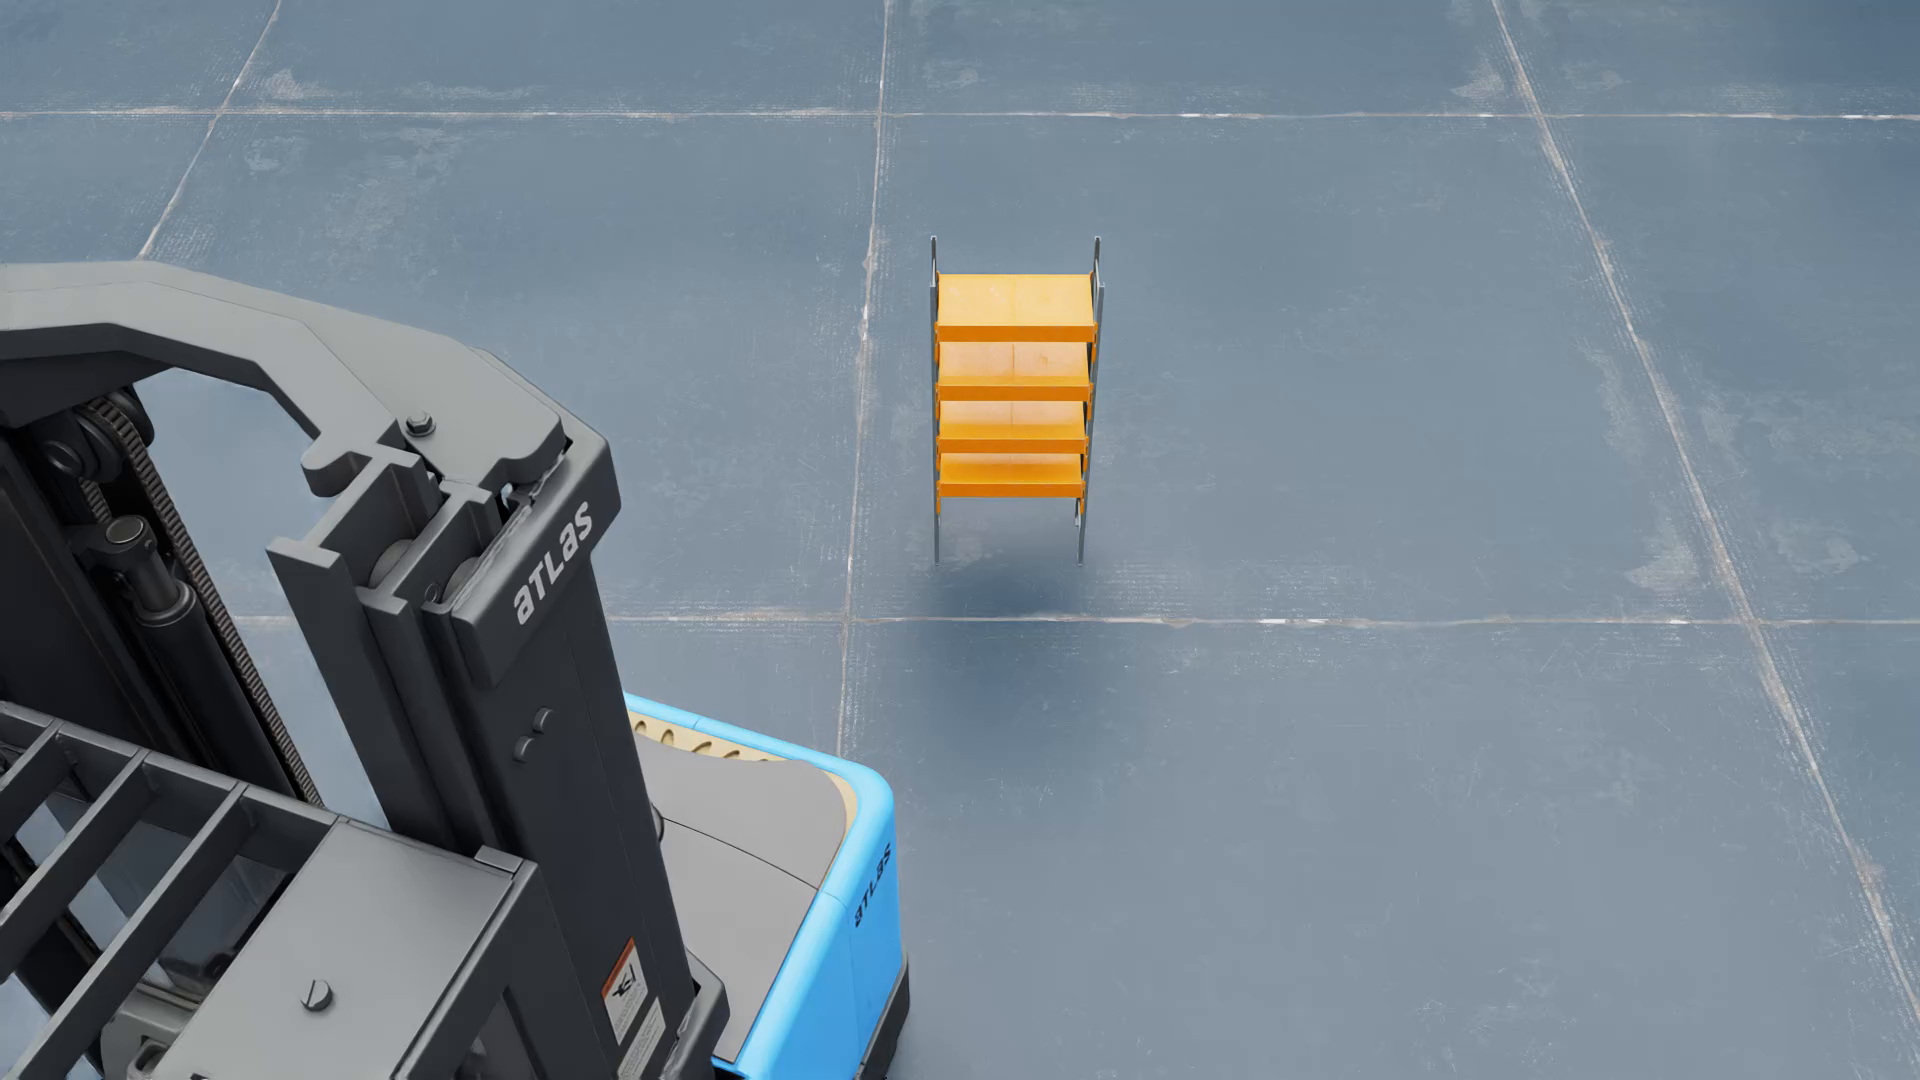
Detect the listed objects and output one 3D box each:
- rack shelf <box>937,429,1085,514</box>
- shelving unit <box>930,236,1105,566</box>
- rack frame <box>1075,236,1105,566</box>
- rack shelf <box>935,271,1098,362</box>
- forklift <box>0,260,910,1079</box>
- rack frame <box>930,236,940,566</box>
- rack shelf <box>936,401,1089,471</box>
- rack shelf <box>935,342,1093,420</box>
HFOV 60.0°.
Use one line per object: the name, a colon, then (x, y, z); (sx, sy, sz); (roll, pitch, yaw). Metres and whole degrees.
rack shelf: (0.166, -0.227, 5.505); (0.480, 0.148, 0.258); (0, 47, 0)
shelving unit: (0.166, -0.408, 5.310); (0.503, 1.200, 0.258); (0, 47, 0)
rack frame: (0.410, -0.408, 5.310); (0.015, 1.200, 0.240); (0, 47, 0)
rack shelf: (0.166, -0.676, 5.023); (0.480, 0.148, 0.258); (0, 47, 0)
forklift: (-1.118, 1.161, 2.667); (1.130, 2.935, 3.031); (15, 49, 14)
rack frame: (-0.078, -0.409, 5.311); (0.015, 1.200, 0.240); (0, 47, 0)
rack shelf: (0.166, -0.363, 5.360); (0.480, 0.148, 0.258); (0, 47, 0)
rack shelf: (0.166, -0.515, 5.196); (0.480, 0.148, 0.258); (0, 47, 0)
